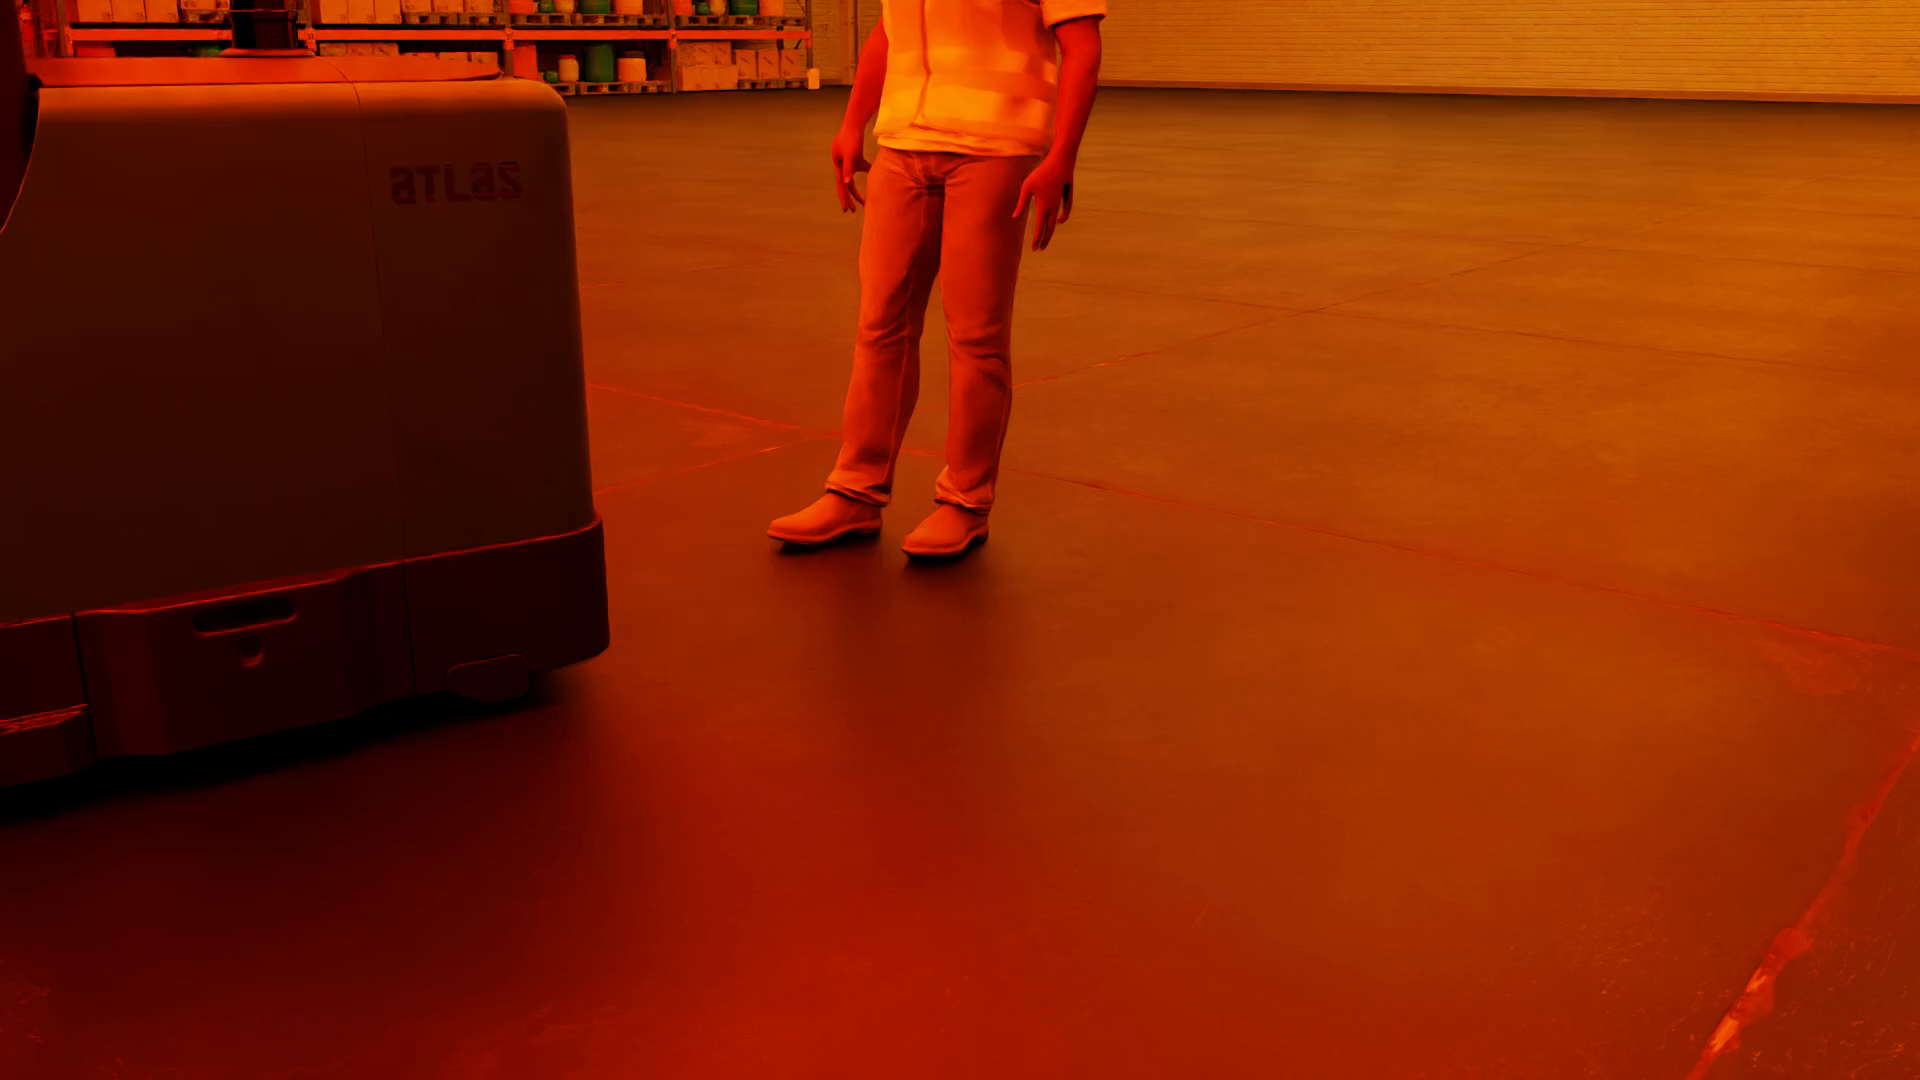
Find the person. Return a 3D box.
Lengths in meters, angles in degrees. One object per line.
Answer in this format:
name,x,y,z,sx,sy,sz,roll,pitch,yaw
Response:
person,-0.048,-0.837,3.634,0.666,1.768,0.575,13,21,37

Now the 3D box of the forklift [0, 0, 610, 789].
forklift,-2.161,-1.019,2.253,3.031,2.935,1.130,-11,20,-31
